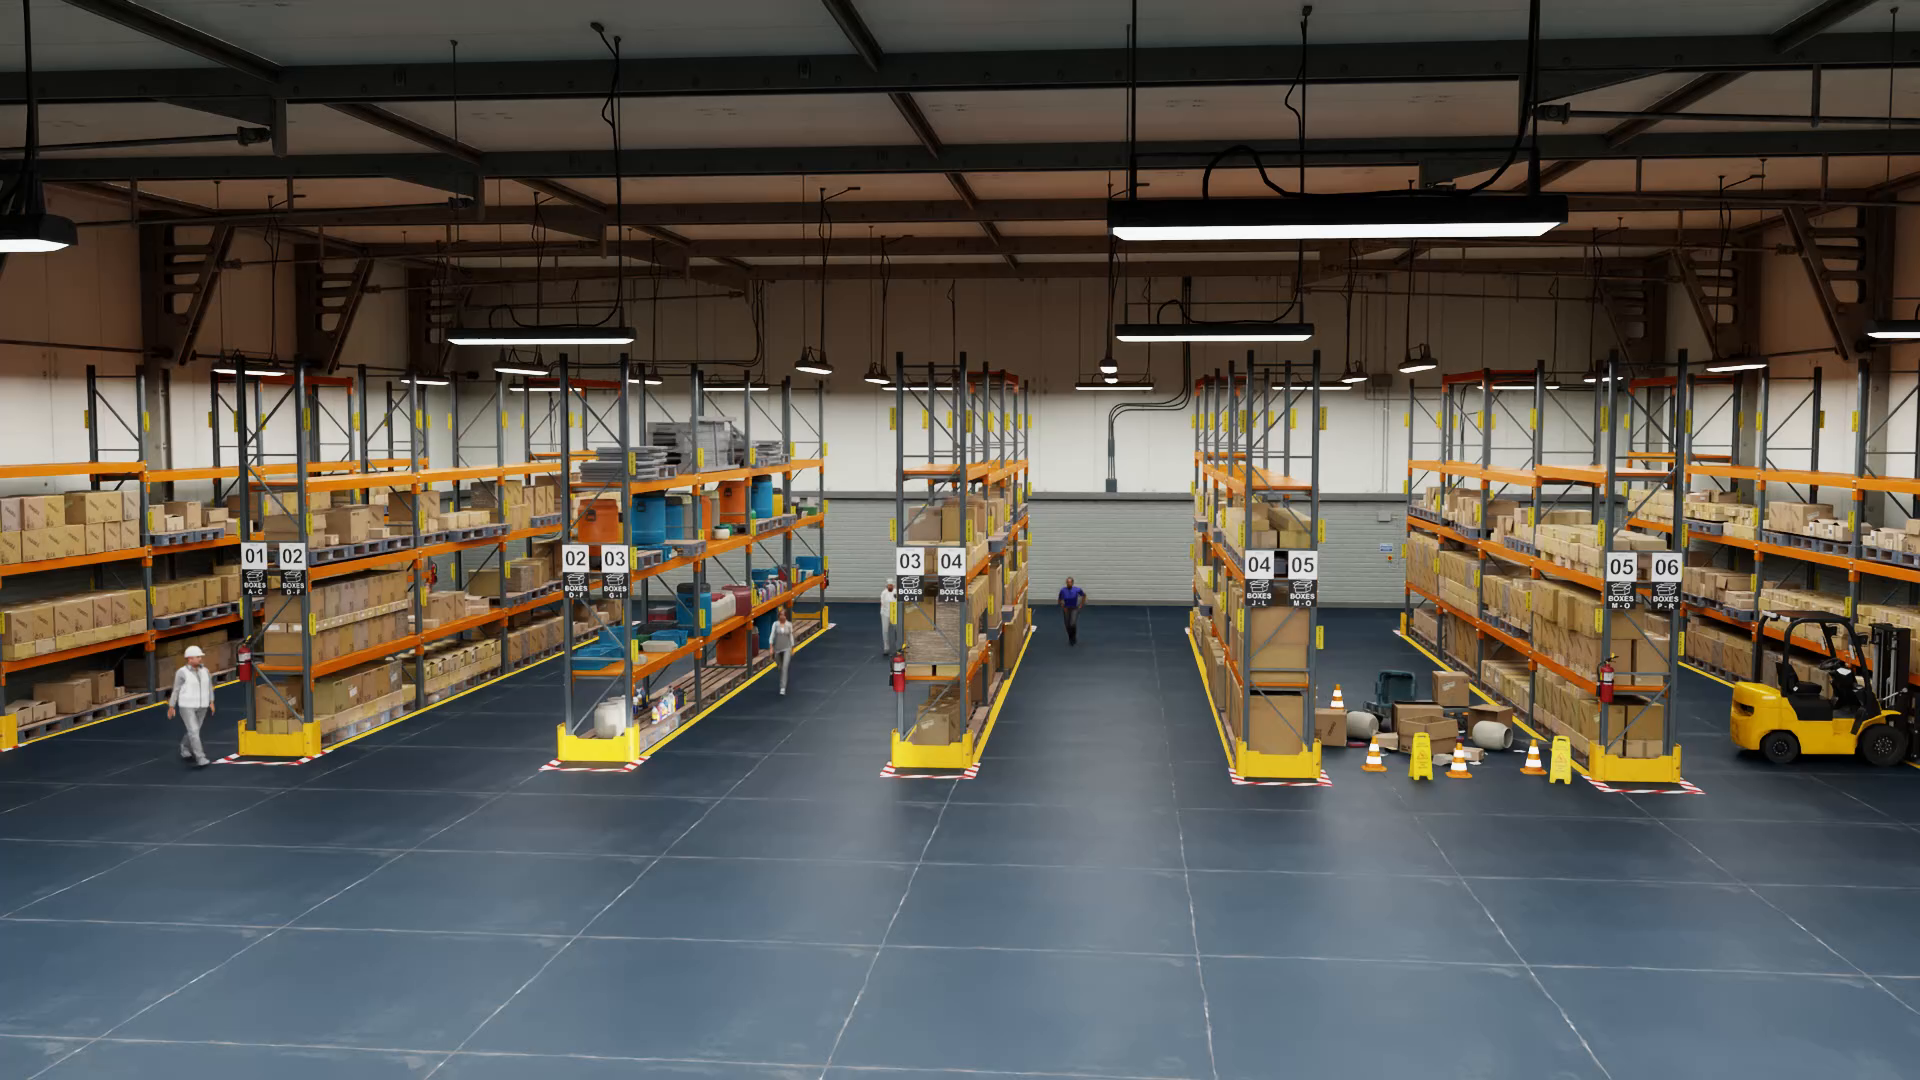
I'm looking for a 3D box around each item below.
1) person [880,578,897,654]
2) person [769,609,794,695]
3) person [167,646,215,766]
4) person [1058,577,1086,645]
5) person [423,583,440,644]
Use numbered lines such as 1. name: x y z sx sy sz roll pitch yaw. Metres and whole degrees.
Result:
1. person: -1.471 1.623 35.977 0.488 1.617 0.857 0 4 3
2. person: -3.298 2.037 30.714 0.428 1.535 0.994 0 4 4
3. person: -11.206 2.407 24.350 1.094 1.710 0.616 3 5 33
4. person: 2.500 1.597 37.063 0.599 1.553 0.737 1 4 15
5. person: -11.271 1.696 35.497 0.528 1.576 0.700 1 4 17
